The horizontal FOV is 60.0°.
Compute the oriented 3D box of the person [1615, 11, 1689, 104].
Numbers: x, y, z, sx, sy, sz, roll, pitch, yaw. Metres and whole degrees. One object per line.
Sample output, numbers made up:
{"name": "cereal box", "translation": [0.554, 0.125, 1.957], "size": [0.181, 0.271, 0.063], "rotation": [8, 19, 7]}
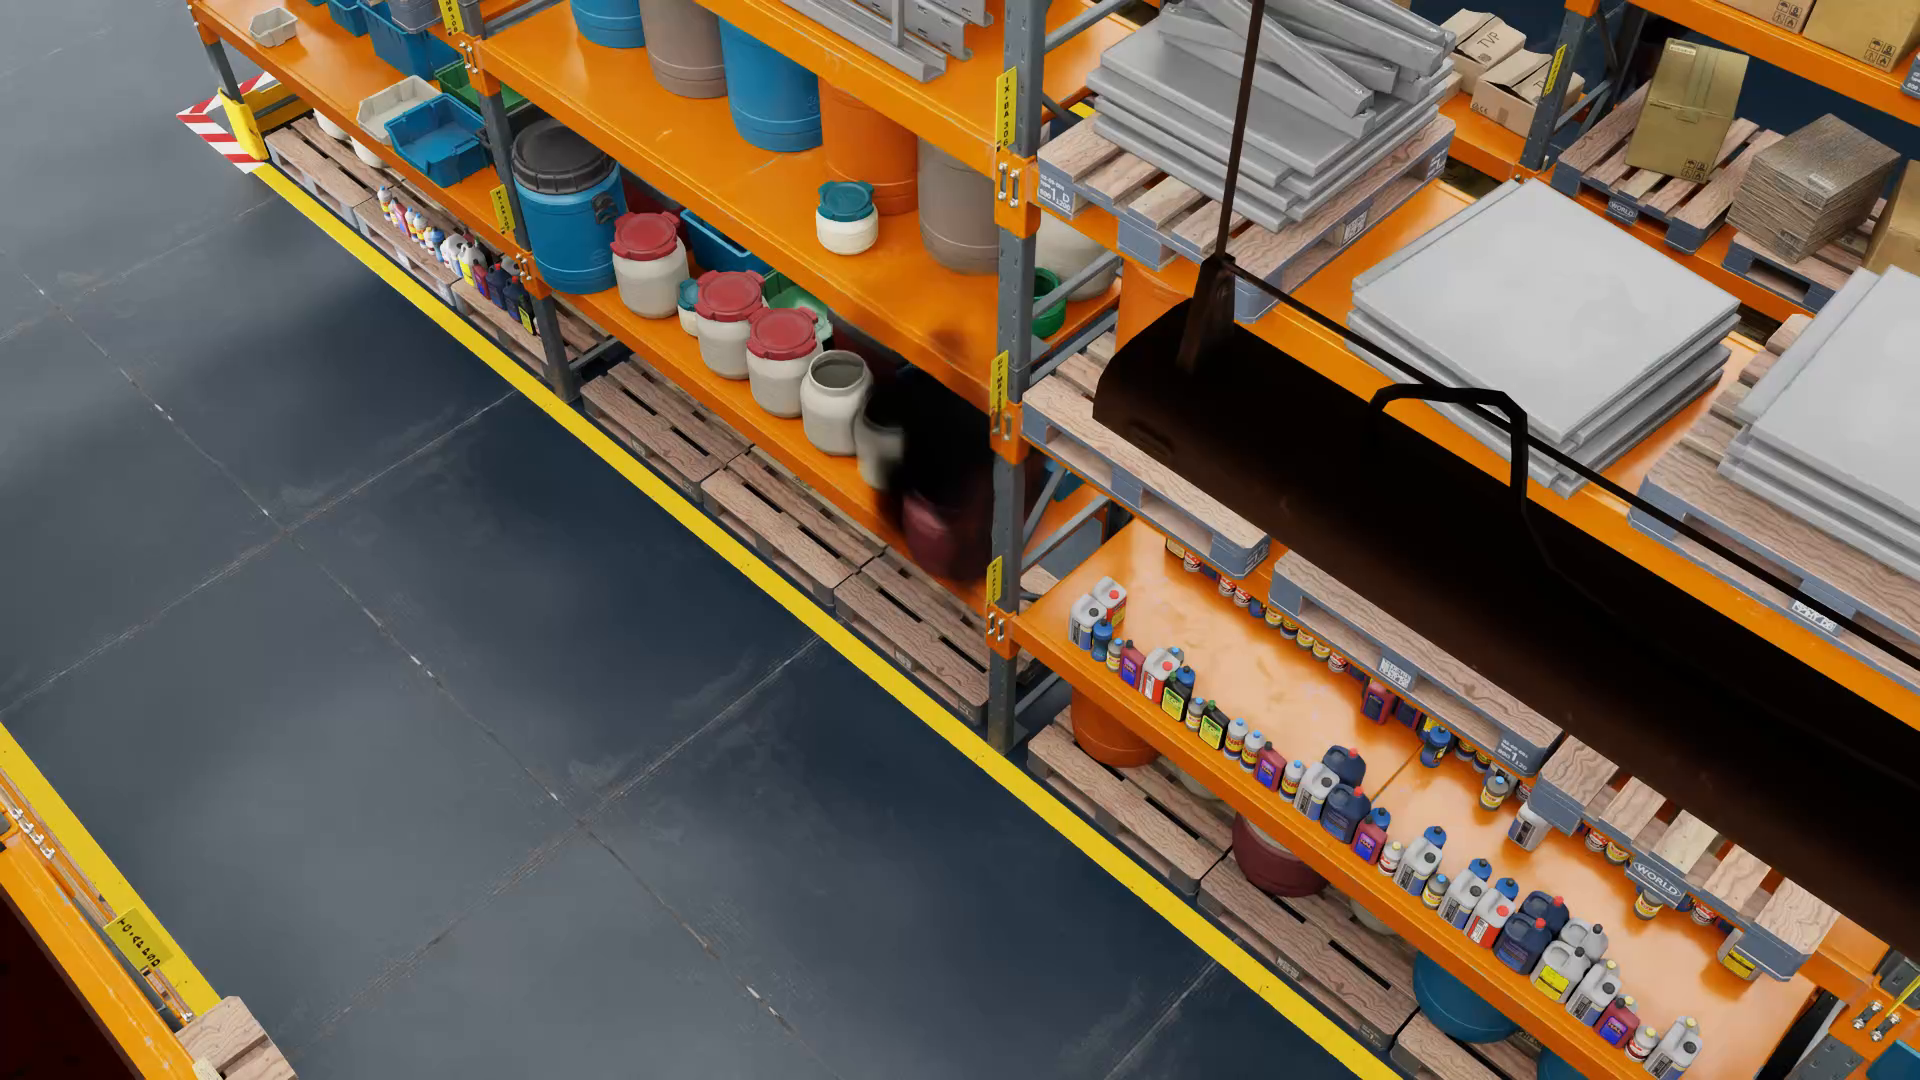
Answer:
{"name": "person", "translation": [5.189, -3.730, 12.363], "size": [0.933, 1.730, 0.649], "rotation": [33, 57, 25]}
